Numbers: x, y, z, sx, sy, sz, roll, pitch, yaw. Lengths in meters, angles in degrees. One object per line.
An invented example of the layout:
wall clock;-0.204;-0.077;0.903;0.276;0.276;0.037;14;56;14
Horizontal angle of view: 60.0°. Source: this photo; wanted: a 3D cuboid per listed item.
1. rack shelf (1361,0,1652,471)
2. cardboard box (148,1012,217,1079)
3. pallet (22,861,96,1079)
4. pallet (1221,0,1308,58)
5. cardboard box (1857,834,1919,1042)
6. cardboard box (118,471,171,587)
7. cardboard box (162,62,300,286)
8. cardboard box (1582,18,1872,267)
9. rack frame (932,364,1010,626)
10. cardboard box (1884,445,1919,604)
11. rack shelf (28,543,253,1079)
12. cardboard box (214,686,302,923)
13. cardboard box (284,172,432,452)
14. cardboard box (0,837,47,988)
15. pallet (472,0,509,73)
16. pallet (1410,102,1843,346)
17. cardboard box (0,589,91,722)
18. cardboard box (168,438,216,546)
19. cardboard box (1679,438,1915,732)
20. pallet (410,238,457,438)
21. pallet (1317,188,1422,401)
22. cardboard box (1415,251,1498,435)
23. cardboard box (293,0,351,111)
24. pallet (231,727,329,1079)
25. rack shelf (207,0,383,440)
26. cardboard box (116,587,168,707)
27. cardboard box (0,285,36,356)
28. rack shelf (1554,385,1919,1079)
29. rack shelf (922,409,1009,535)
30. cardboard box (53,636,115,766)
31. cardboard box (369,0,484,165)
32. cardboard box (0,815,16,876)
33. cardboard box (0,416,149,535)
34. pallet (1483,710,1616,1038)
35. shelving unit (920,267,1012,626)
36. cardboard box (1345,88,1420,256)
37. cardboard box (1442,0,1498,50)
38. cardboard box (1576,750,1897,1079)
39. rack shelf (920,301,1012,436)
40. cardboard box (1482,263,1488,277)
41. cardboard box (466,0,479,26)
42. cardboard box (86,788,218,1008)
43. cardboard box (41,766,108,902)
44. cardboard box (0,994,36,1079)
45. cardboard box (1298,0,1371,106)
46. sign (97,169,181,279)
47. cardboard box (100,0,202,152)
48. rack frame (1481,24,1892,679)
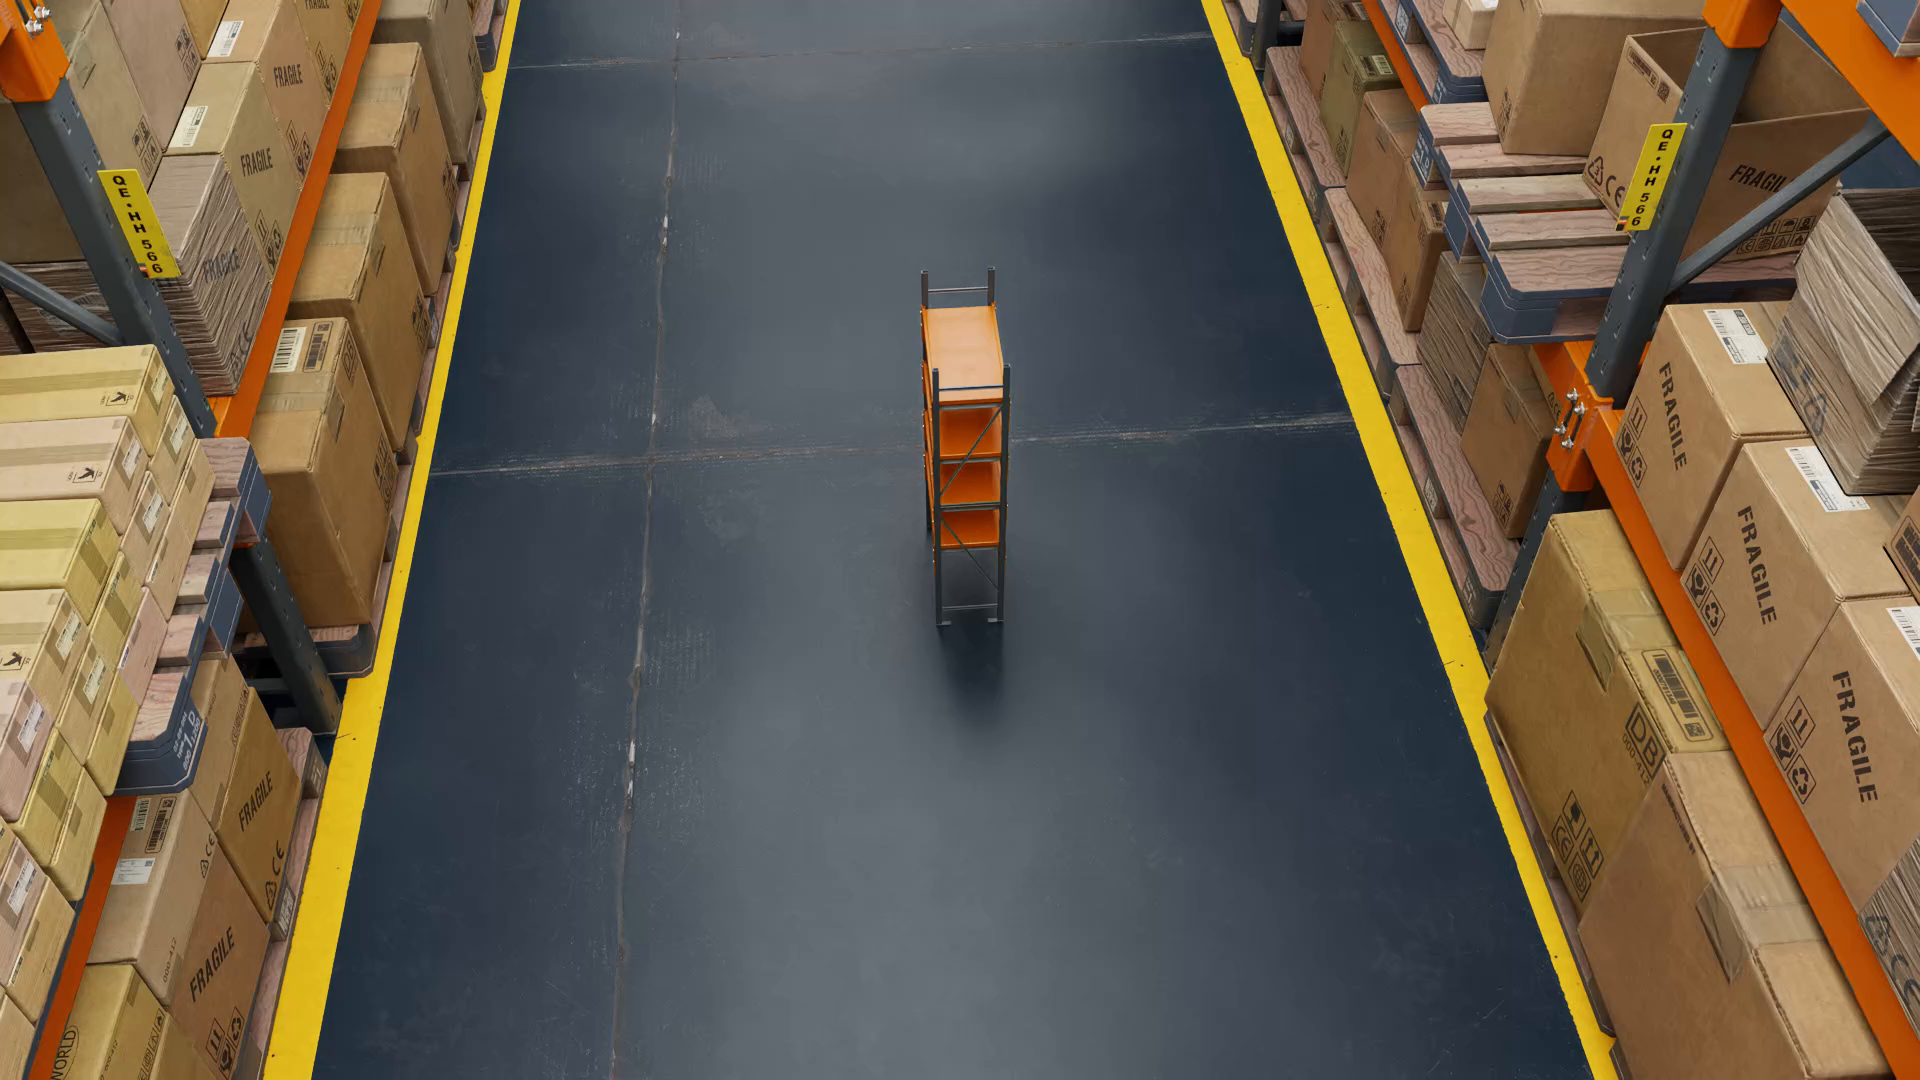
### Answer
rack shelf;2.174;-1.810;6.394;1.077;0.370;4.000;-3;47;-3
cardboard box;-2.194;1.550;4.148;0.500;0.500;0.500;-5;47;-5
pallet;-2.403;1.113;3.262;1.003;0.211;1.213;-3;47;-3
pallet;1.915;-3.030;8.974;1.003;0.211;1.213;-3;47;-3
cardboard box;2.243;0.828;3.331;0.500;0.500;0.500;-3;47;-3
cardboard box;-2.091;-0.020;3.882;0.380;0.149;0.250;-2;47;-2
cardboard box;-2.424;-1.126;5.181;0.500;0.500;0.500;-4;47;-4
cardboard box;2.256;-1.178;4.942;0.500;0.500;0.500;-9;47;-8
rack frame;0.034;-0.116;5.534;0.240;1.200;0.015;-3;47;-3
cardboard box;2.438;0.011;3.413;0.797;0.503;0.637;-3;47;-2
rack shelf;-2.442;1.312;3.437;1.077;0.370;4.000;-3;47;-3
cardboard box;-2.294;0.793;4.866;0.500;0.500;0.500;-4;47;-3
cardboard box;-2.648;-0.832;6.232;1.050;0.750;0.750;-3;47;-3
cardboard box;-2.004;0.720;3.181;0.380;0.149;0.250;-2;47;-2
pallet;-2.930;-2.873;8.825;1.003;0.211;1.213;-3;47;-3
pallet;2.175;-1.054;5.314;1.213;0.211;1.003;-3;47;-3
cardboard box;-2.045;0.246;3.425;0.380;0.149;0.250;-2;47;-2
cardboard box;-2.110;-0.112;4.173;0.380;0.149;0.250;-3;47;-3
cardboard box;2.156;0.096;4.024;0.500;0.500;0.500;-5;47;-4
pallet;-2.700;-0.879;6.937;1.003;0.211;1.213;-3;47;-3
pallet;2.178;-1.098;7.145;1.003;0.211;1.213;-3;47;-3
cardboard box;2.206;-0.787;6.348;0.700;0.500;0.500;-7;47;-7
cardboard box;-2.505;-1.851;5.868;0.500;0.500;0.500;-4;47;-4
pallet;-2.546;1.142;5.023;1.003;0.211;1.213;-3;47;-3
rack shelf;-2.777;-1.582;6.178;1.077;0.370;4.000;-3;47;-3
cardboard box;-2.069;0.254;3.827;0.380;0.149;0.250;-3;47;-3
cardboard box;-2.915;-0.726;4.803;0.500;0.500;0.500;-3;47;-3
rack shelf;2.509;1.084;3.653;1.077;0.370;4.000;-3;47;-3
rack shelf;0.014;-0.247;5.750;0.258;0.148;0.480;-3;47;-3
cardboard box;-2.046;0.351;3.530;0.380;0.149;0.250;-3;47;-3
cardboard box;-2.803;-2.204;7.531;1.050;0.750;0.750;-4;47;-3
cardboard box;-2.006;0.617;3.073;0.380;0.149;0.250;-1;47;-1
cardboard box;-2.093;-0.136;3.787;0.380;0.149;0.250;-4;47;-4
pallet;2.332;0.923;5.230;1.003;0.211;1.213;-3;47;-3
shelving unit;0.014;-0.293;5.701;0.258;1.200;0.503;-3;47;-3
cardboard box;2.105;-1.600;7.118;0.700;0.500;0.500;-7;47;-7
cardboard box;1.933;-1.899;5.786;0.396;0.266;0.258;-5;47;-4
cardboard box;2.445;1.121;4.296;1.225;0.875;0.875;-3;47;-3
rack shelf;0.014;-0.563;5.416;0.258;0.148;0.480;-3;47;-3
cardboard box;2.201;-1.027;6.058;0.500;0.250;0.500;1;47;1
cardboard box;-2.928;-3.150;8.341;0.875;0.875;0.875;-3;47;-3
cardboard box;-2.238;0.918;4.230;0.500;0.250;0.500;-3;47;-3
cardboard box;-2.028;0.629;3.472;0.380;0.149;0.250;-5;47;-5
cardboard box;-1.982;1.014;3.108;0.380;0.149;0.250;-5;47;-5
cardboard box;2.036;-2.351;7.829;0.700;0.500;0.500;-7;47;-6
sign;-2.070;-0.793;4.192;0.100;0.325;0.005;-3;47;-3
cardboard box;-2.681;-1.452;4.802;0.700;0.500;0.500;-4;47;-4
rack frame;2.341;-0.611;4.763;1.000;3.000;0.127;-3;47;-3
